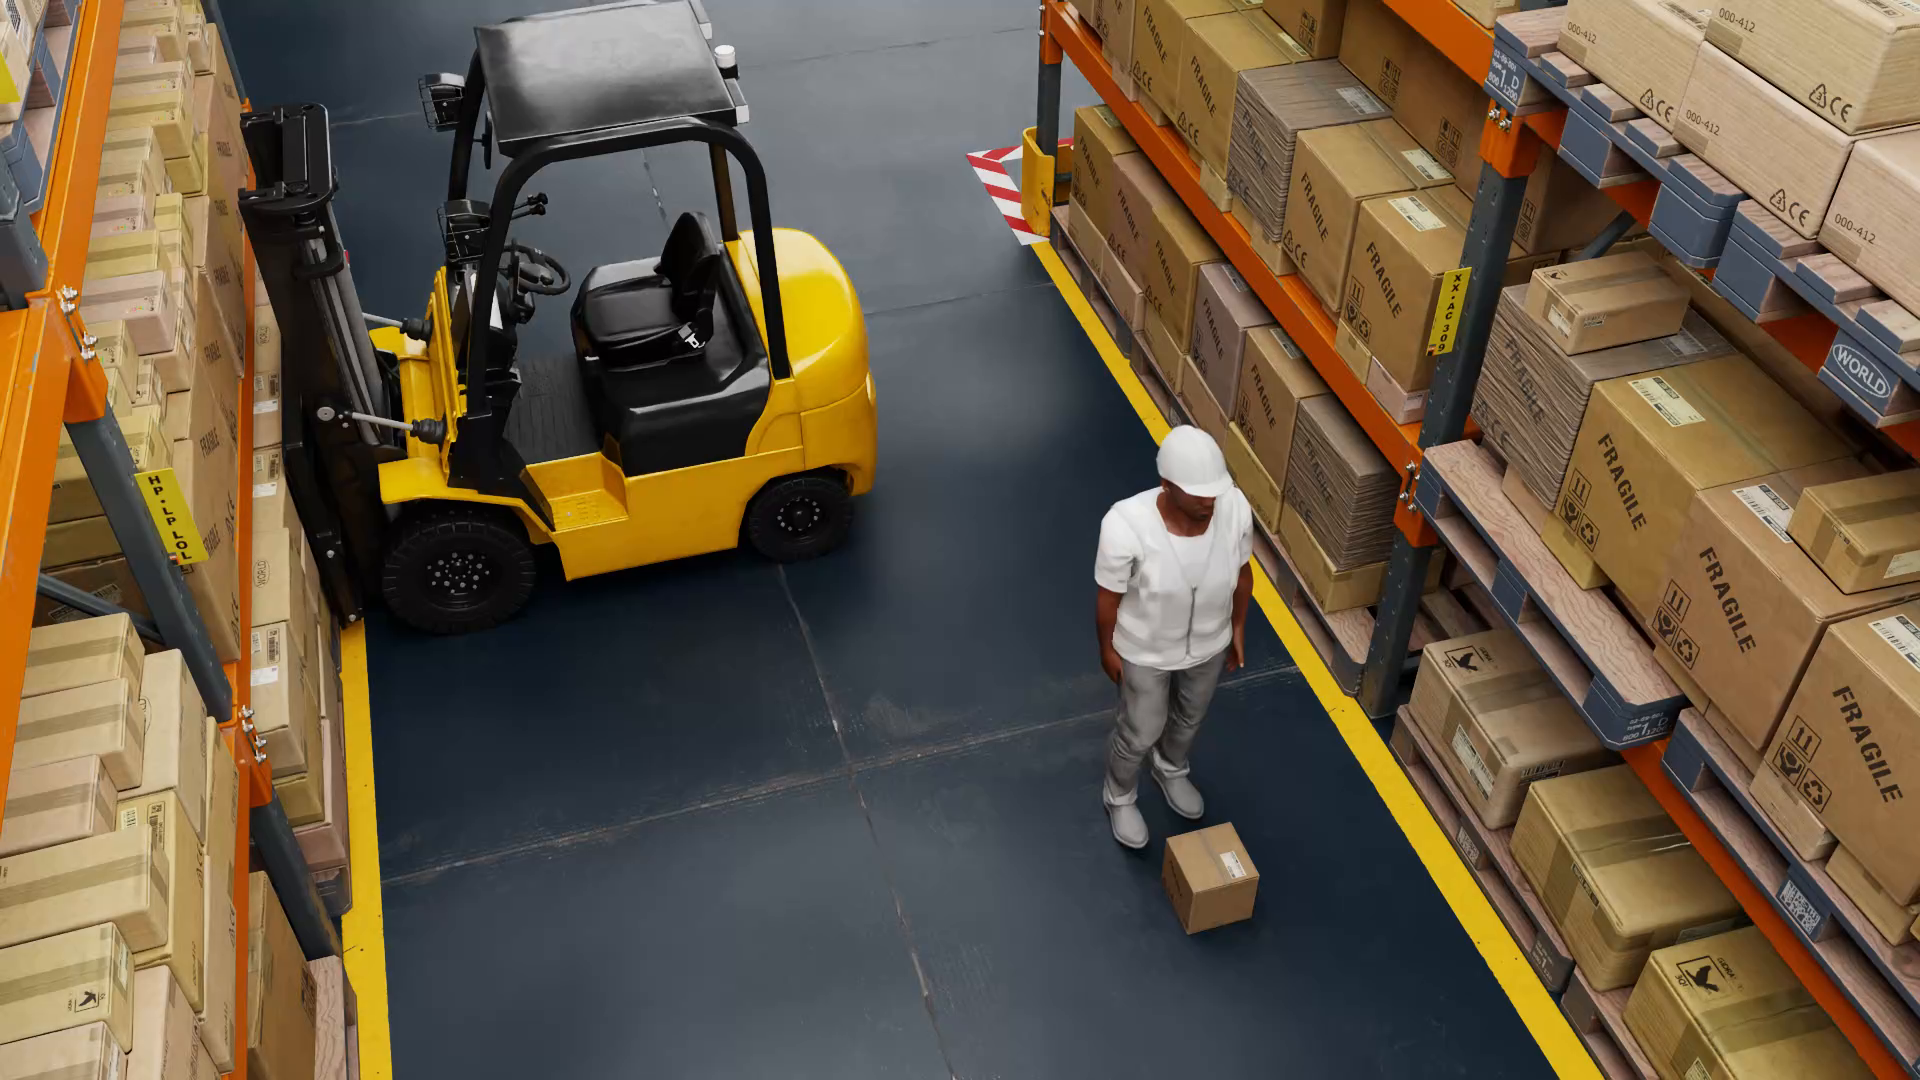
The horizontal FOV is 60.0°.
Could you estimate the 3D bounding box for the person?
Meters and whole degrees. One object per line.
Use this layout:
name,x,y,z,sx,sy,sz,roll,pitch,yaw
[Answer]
person,0.807,0.701,5.944,0.585,0.995,0.891,-13,44,-14
